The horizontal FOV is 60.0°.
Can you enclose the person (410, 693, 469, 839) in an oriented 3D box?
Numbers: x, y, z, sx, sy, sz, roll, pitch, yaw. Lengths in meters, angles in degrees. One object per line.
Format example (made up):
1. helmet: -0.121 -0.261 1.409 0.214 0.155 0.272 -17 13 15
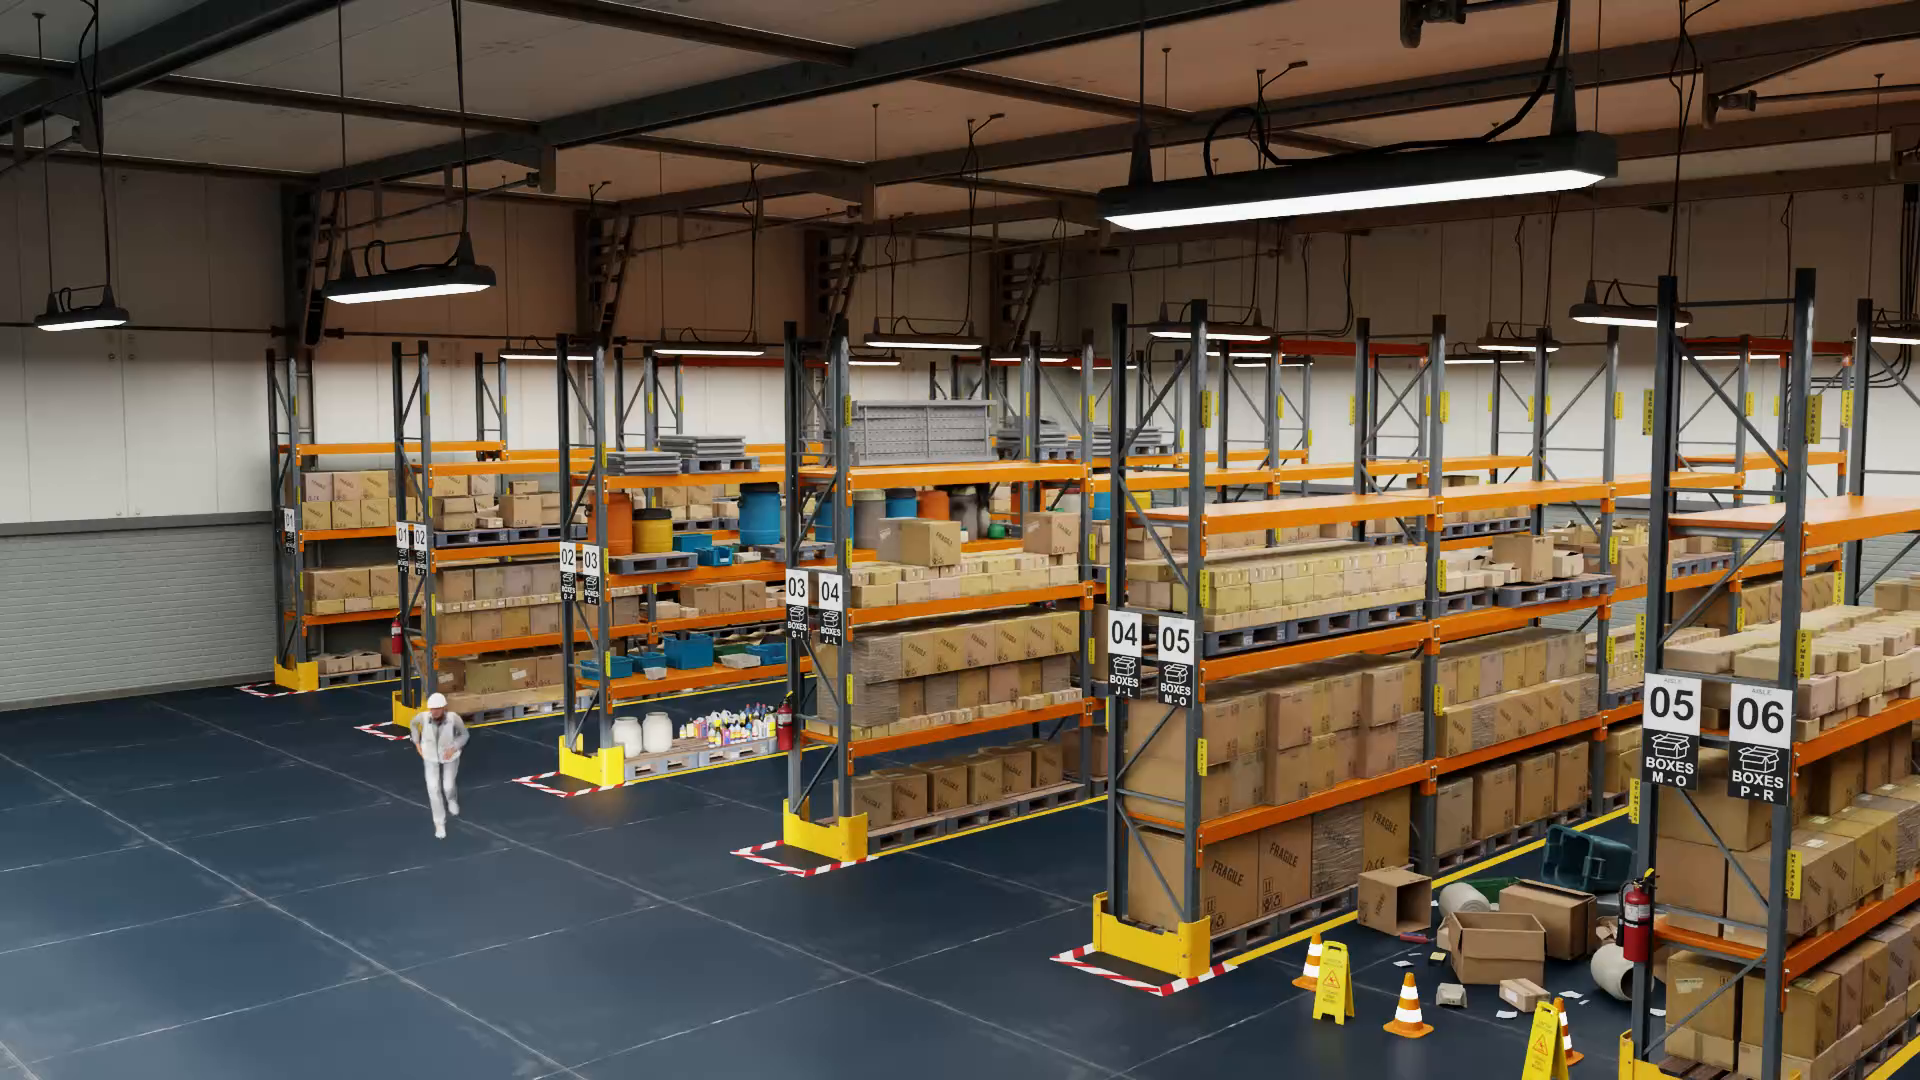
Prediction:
1. person: -6.184 2.624 19.852 0.696 1.732 1.048 -1 5 -7
